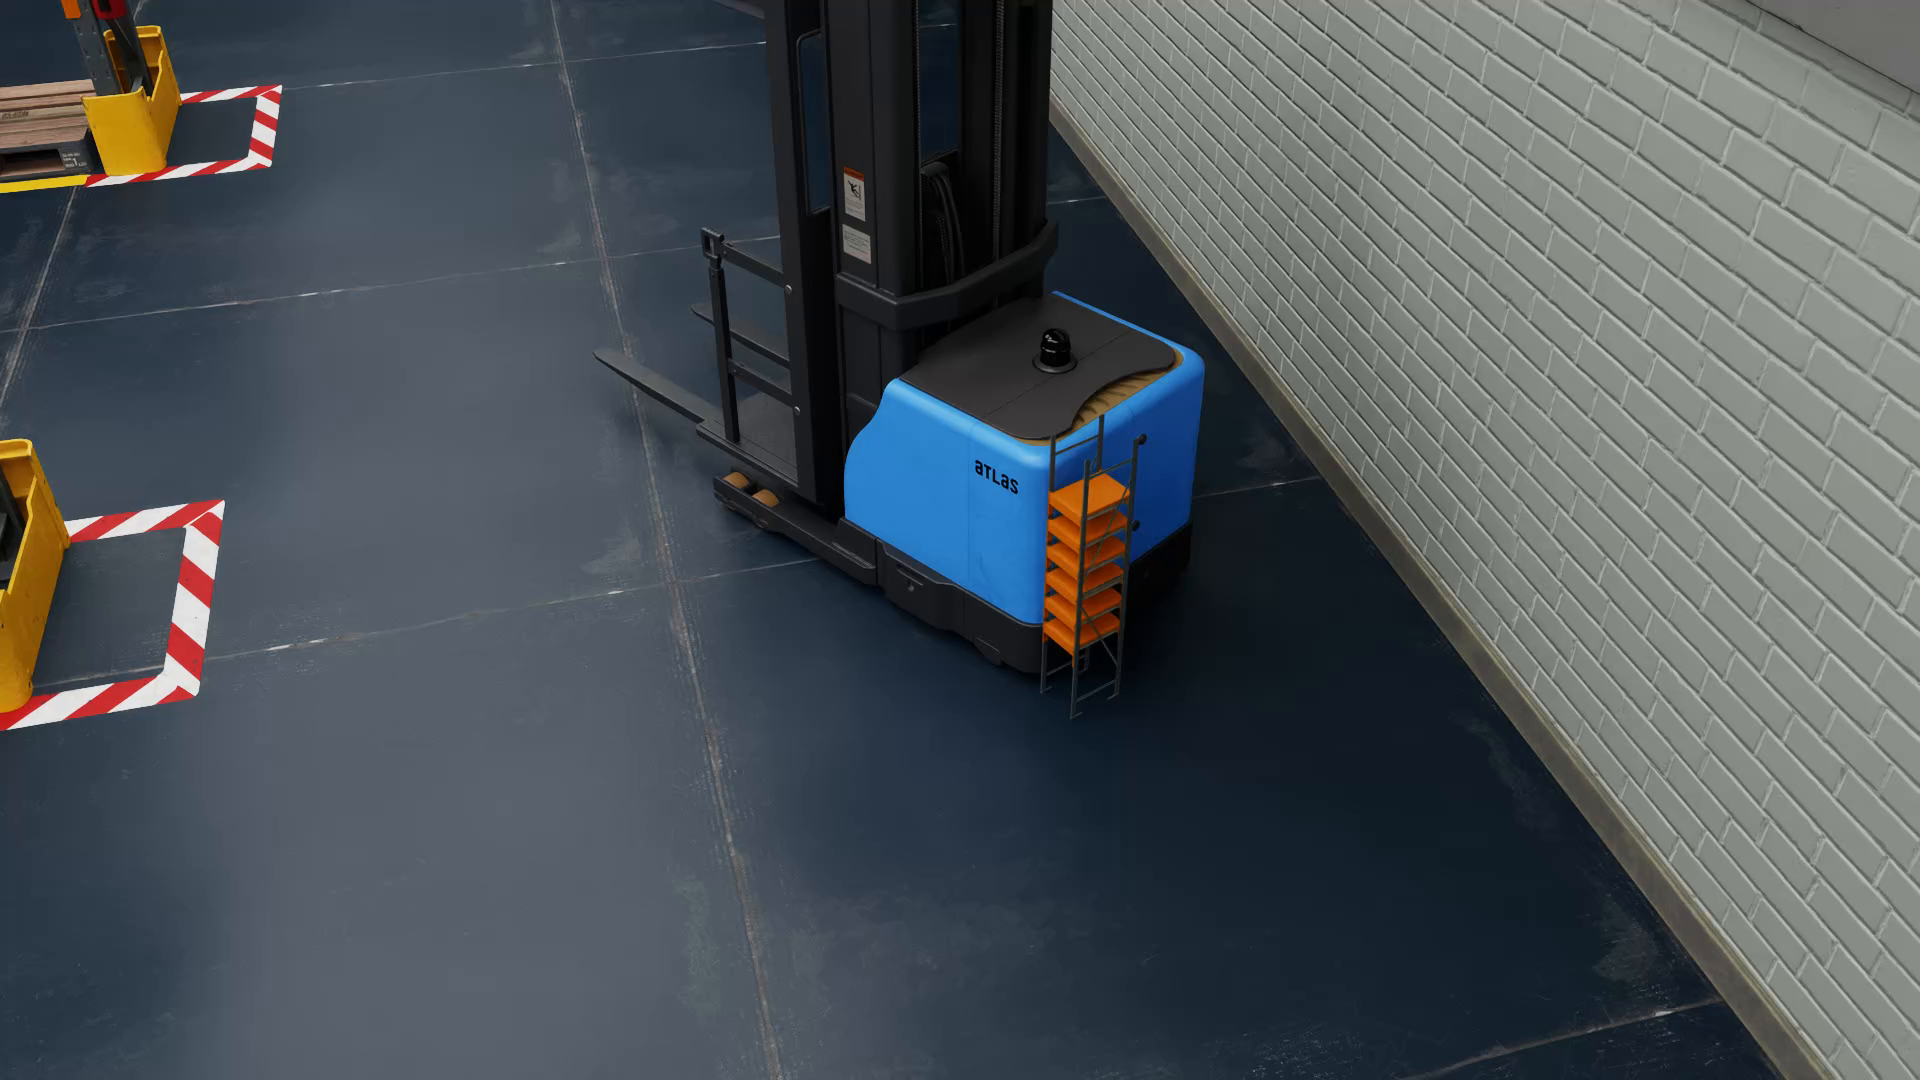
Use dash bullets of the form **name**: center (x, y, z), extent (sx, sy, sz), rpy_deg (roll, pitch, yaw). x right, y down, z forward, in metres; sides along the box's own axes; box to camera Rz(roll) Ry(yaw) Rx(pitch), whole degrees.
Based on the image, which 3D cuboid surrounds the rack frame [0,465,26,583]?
- **rack frame**: center (-3.930, -0.854, 5.898), extent (0.127, 3.000, 1.000), rpy_deg (-9, 38, -12)

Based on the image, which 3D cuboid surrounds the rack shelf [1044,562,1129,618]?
- **rack shelf**: center (0.466, 0.156, 6.131), extent (0.258, 0.103, 0.180), rpy_deg (-24, 44, -28)

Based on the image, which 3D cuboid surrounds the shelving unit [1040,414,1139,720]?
- **shelving unit**: center (0.466, 0.121, 6.104), extent (0.258, 1.200, 0.189), rpy_deg (-24, 44, -28)

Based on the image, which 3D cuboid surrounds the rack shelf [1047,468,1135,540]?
- **rack shelf**: center (0.466, -0.130, 5.913), extent (0.258, 0.103, 0.180), rpy_deg (-24, 44, -28)

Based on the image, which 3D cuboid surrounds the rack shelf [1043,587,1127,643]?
- **rack shelf**: center (0.466, 0.252, 6.204), extent (0.258, 0.103, 0.180), rpy_deg (-24, 44, -28)

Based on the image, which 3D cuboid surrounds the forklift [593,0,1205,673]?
- **forklift**: center (-0.454, -1.423, 6.697), extent (3.031, 2.935, 1.130), rpy_deg (30, 46, 33)

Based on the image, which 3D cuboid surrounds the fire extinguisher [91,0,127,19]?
- **fire extinguisher**: center (-4.957, -3.338, 9.515), extent (0.183, 0.674, 0.296), rpy_deg (-9, 38, -12)

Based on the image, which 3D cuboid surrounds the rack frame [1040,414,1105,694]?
- **rack frame**: center (0.411, 0.076, 6.163), extent (0.240, 1.200, 0.006), rpy_deg (-24, 44, -28)

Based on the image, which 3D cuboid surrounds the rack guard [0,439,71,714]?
- **rack guard**: center (-3.907, 0.135, 6.662), extent (0.348, 0.500, 1.175), rpy_deg (-9, 38, -12)

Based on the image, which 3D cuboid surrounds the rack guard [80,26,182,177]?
- **rack guard**: center (-5.201, -2.778, 10.470), extent (0.348, 0.500, 1.175), rpy_deg (-9, 38, -12)

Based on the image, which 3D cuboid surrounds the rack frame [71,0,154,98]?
- **rack frame**: center (-5.221, -3.759, 9.695), extent (0.127, 3.000, 1.000), rpy_deg (-9, 38, -12)

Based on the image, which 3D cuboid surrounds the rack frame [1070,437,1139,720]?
- **rack frame**: center (0.520, 0.166, 6.046), extent (0.240, 1.200, 0.006), rpy_deg (-24, 44, -28)

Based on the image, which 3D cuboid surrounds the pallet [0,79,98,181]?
- **pallet**: center (-6.028, -2.544, 10.402), extent (1.213, 0.211, 1.003), rpy_deg (-9, 38, -12)

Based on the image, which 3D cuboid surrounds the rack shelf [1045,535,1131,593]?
- **rack shelf**: center (0.466, 0.061, 6.058), extent (0.258, 0.103, 0.180), rpy_deg (-24, 44, -28)

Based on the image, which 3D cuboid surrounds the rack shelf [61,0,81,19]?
- **rack shelf**: center (-7.152, -3.157, 9.500), extent (4.000, 0.370, 1.077), rpy_deg (-9, 38, -12)

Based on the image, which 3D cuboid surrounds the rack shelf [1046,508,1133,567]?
- **rack shelf**: center (0.466, -0.034, 5.985), extent (0.258, 0.103, 0.180), rpy_deg (-24, 44, -28)

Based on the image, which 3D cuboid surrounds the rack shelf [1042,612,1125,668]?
- **rack shelf**: center (0.466, 0.347, 6.277), extent (0.258, 0.103, 0.180), rpy_deg (-24, 44, -28)
